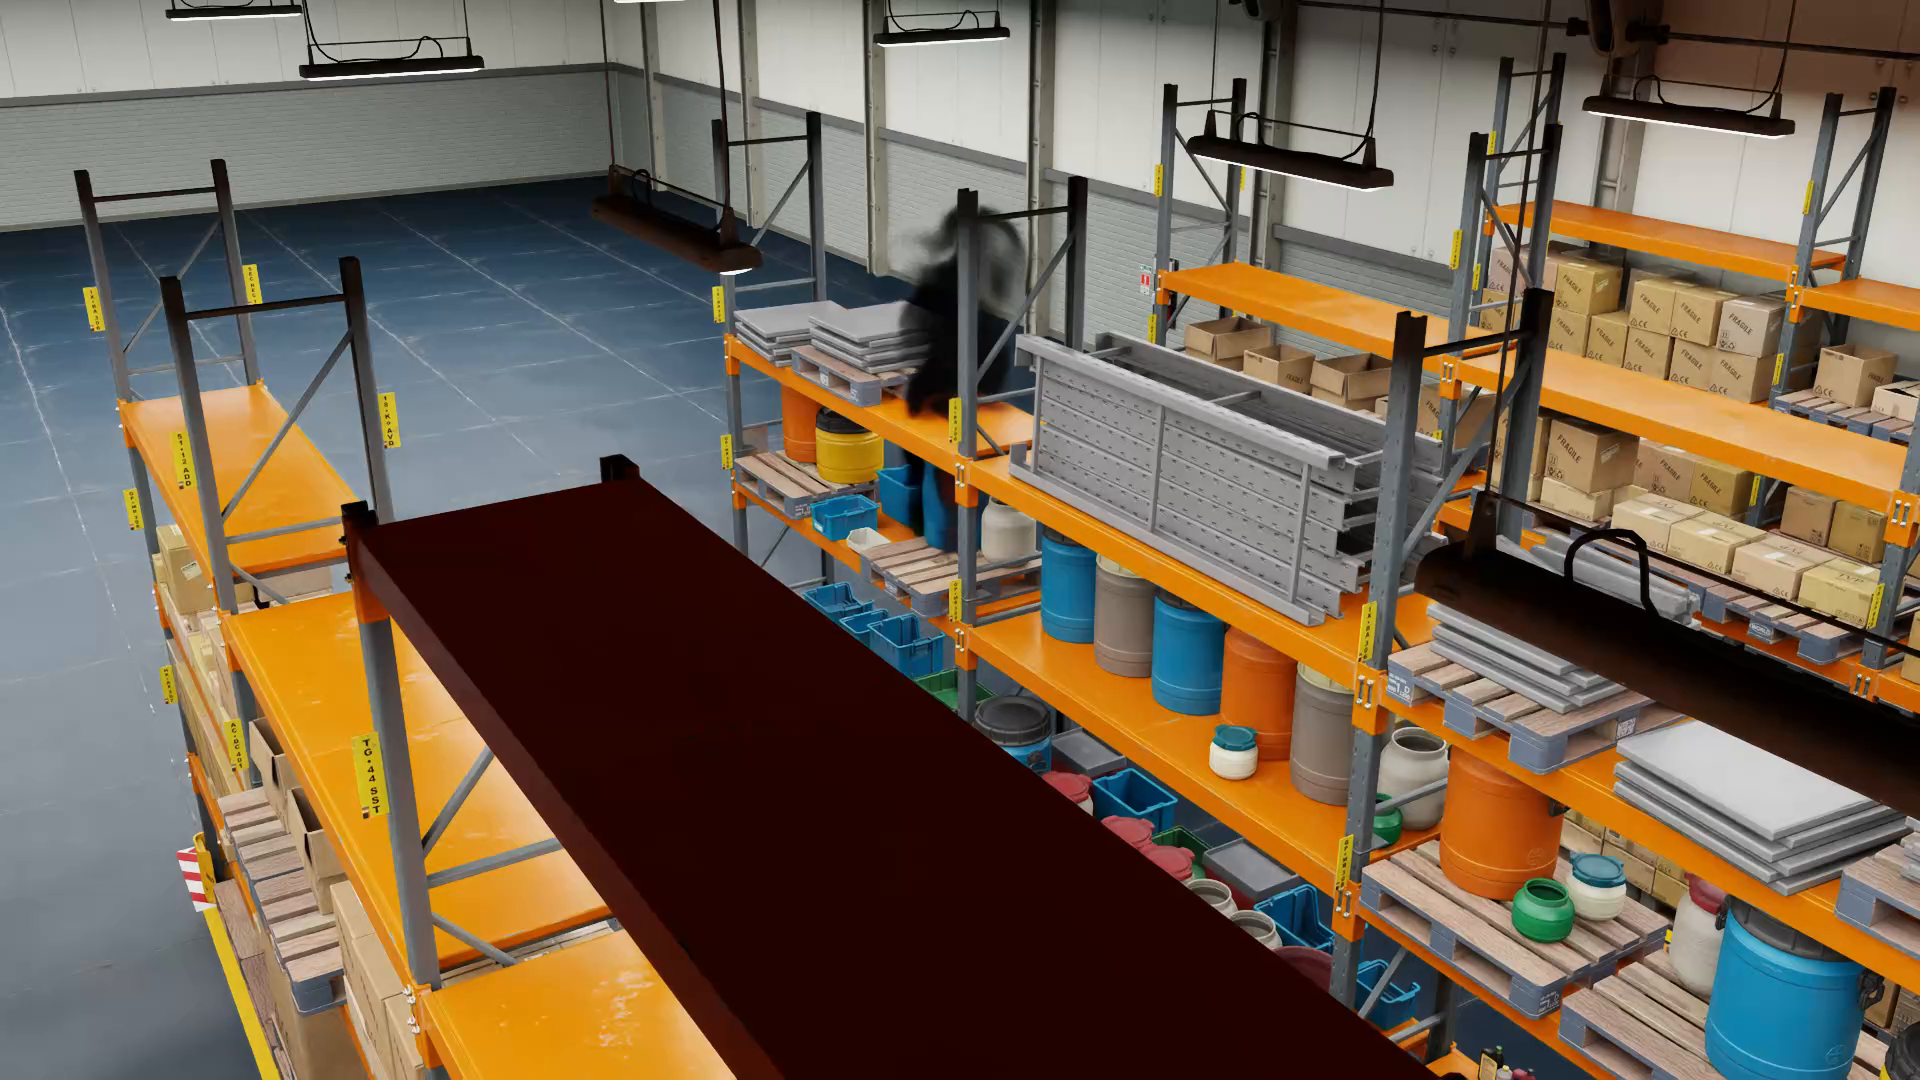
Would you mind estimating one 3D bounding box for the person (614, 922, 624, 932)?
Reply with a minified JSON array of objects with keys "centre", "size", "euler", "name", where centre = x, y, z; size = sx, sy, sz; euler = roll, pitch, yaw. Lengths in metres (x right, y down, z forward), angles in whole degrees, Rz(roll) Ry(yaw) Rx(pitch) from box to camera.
[{"centre":[-2.086,2.785,11.538],"size":[0.669,1.733,0.760],"euler":[-16,27,-34],"name":"person"}]
